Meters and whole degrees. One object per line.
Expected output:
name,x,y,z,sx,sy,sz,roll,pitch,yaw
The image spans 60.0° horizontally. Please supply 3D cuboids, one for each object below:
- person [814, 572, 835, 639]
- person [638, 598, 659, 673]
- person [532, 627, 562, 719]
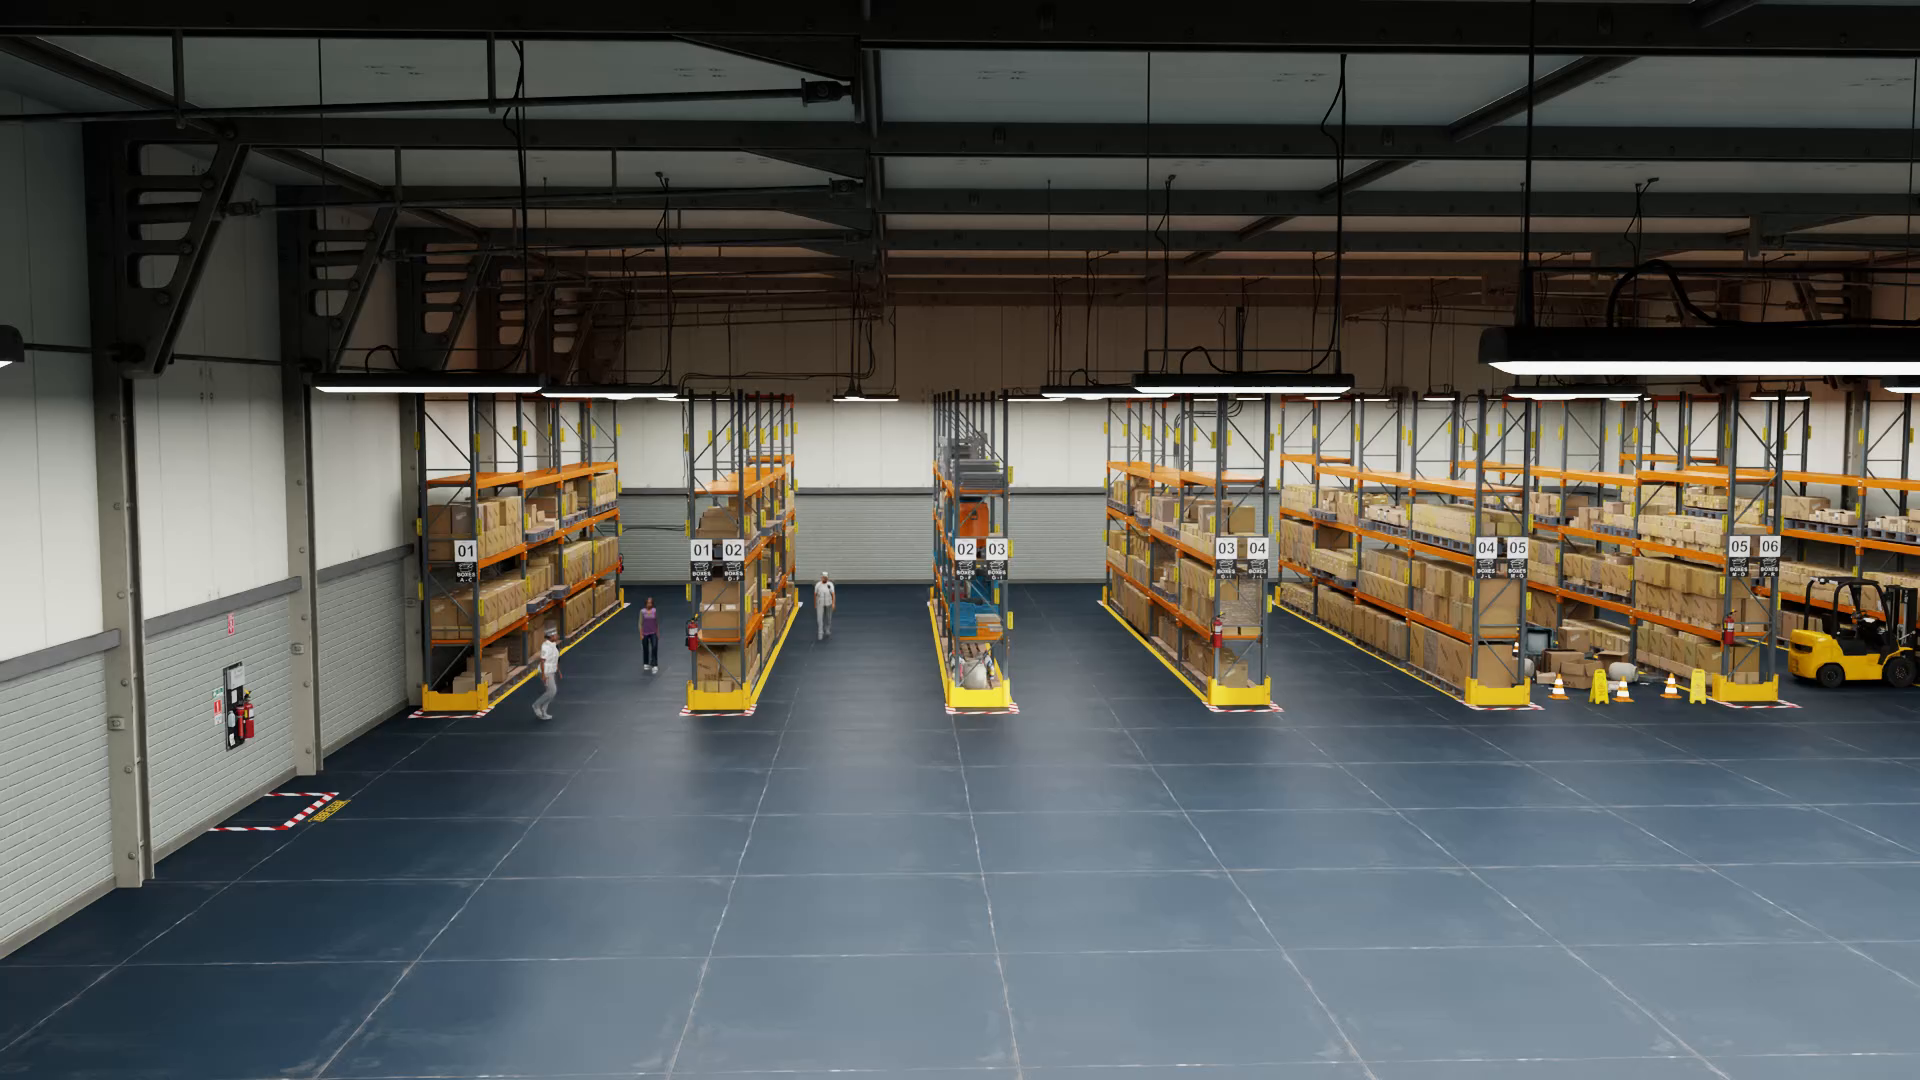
person,-3.325,1.573,40.758,0.521,1.594,1.054,0,5,-6
person,-6.650,2.023,35.593,0.445,1.568,0.811,-1,5,-17
person,-7.512,2.418,30.238,0.483,1.667,0.526,1,5,9
